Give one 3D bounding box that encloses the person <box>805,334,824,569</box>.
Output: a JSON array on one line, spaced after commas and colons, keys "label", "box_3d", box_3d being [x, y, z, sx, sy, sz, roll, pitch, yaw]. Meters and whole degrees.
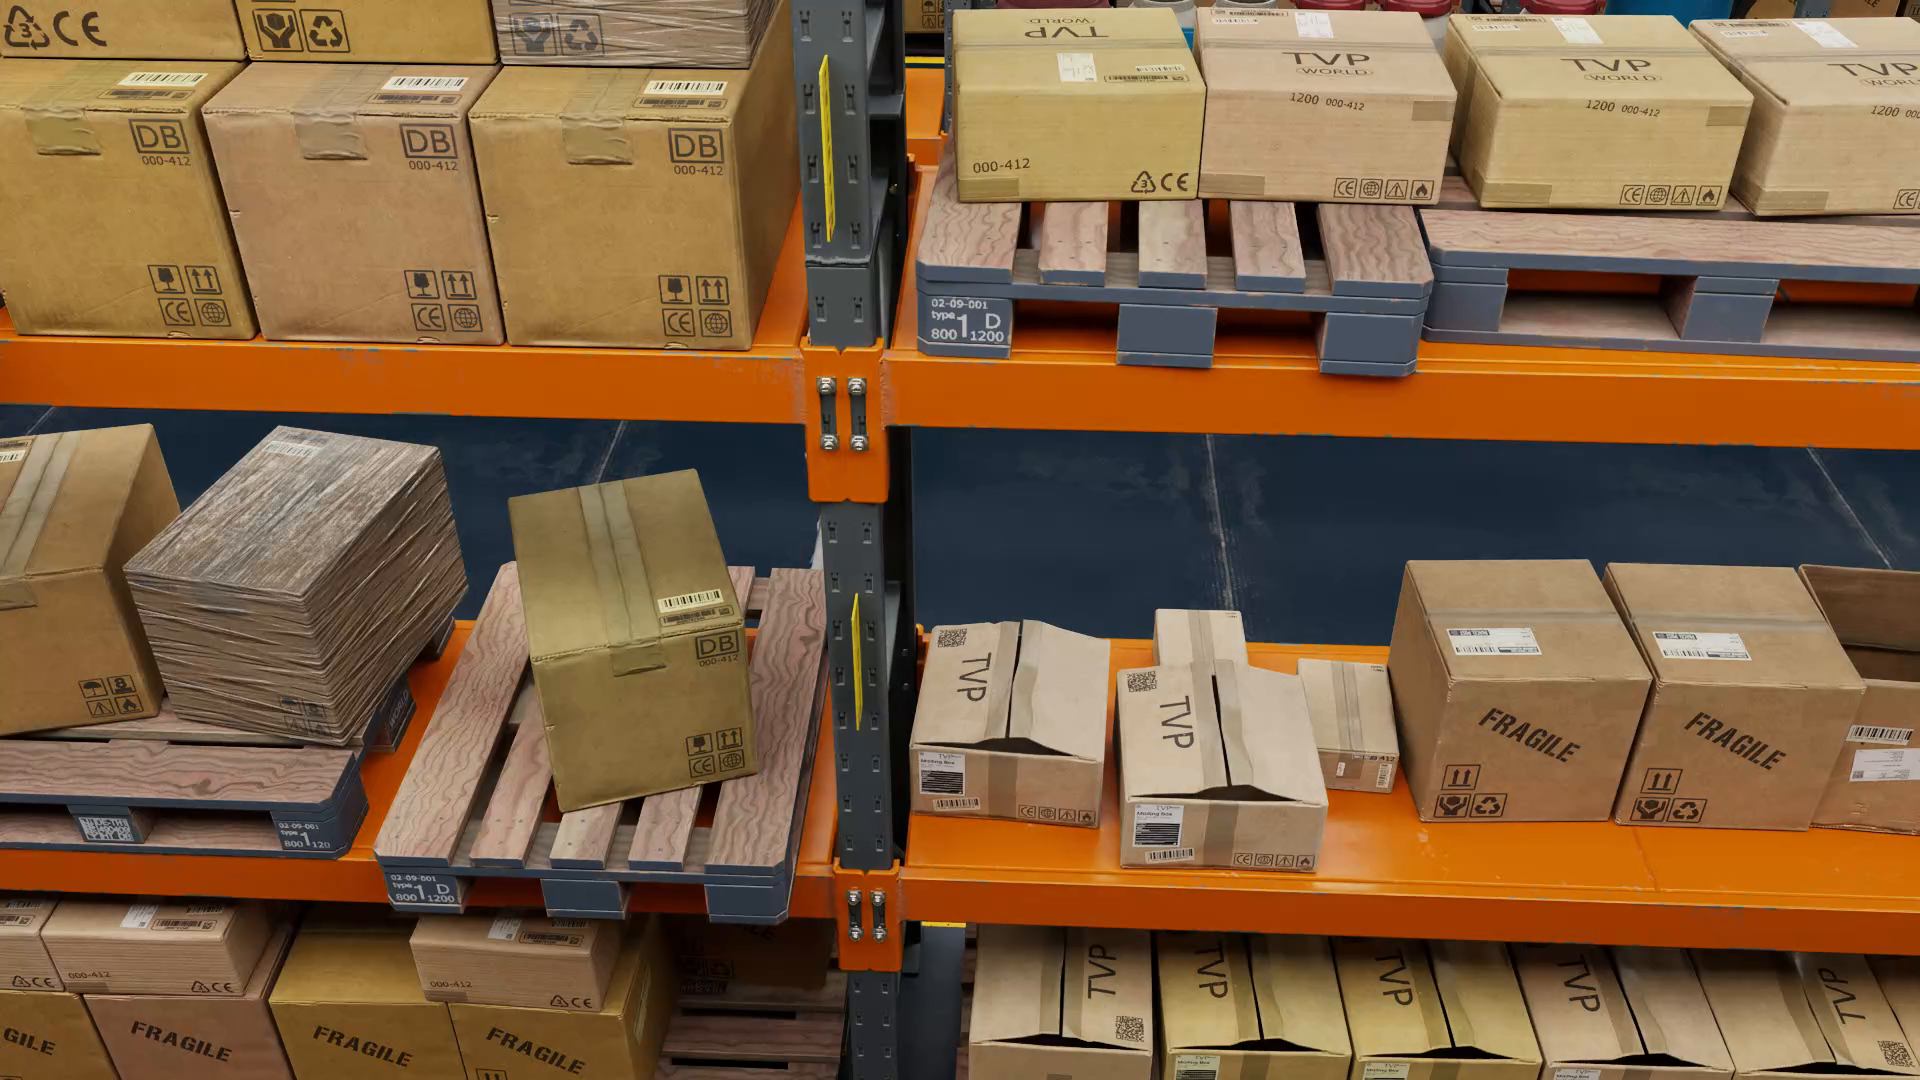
[{"label": "person", "box_3d": [-0.411, 0.009, 6.147, 0.427, 1.773, 0.640, 1, 35, 1]}]
